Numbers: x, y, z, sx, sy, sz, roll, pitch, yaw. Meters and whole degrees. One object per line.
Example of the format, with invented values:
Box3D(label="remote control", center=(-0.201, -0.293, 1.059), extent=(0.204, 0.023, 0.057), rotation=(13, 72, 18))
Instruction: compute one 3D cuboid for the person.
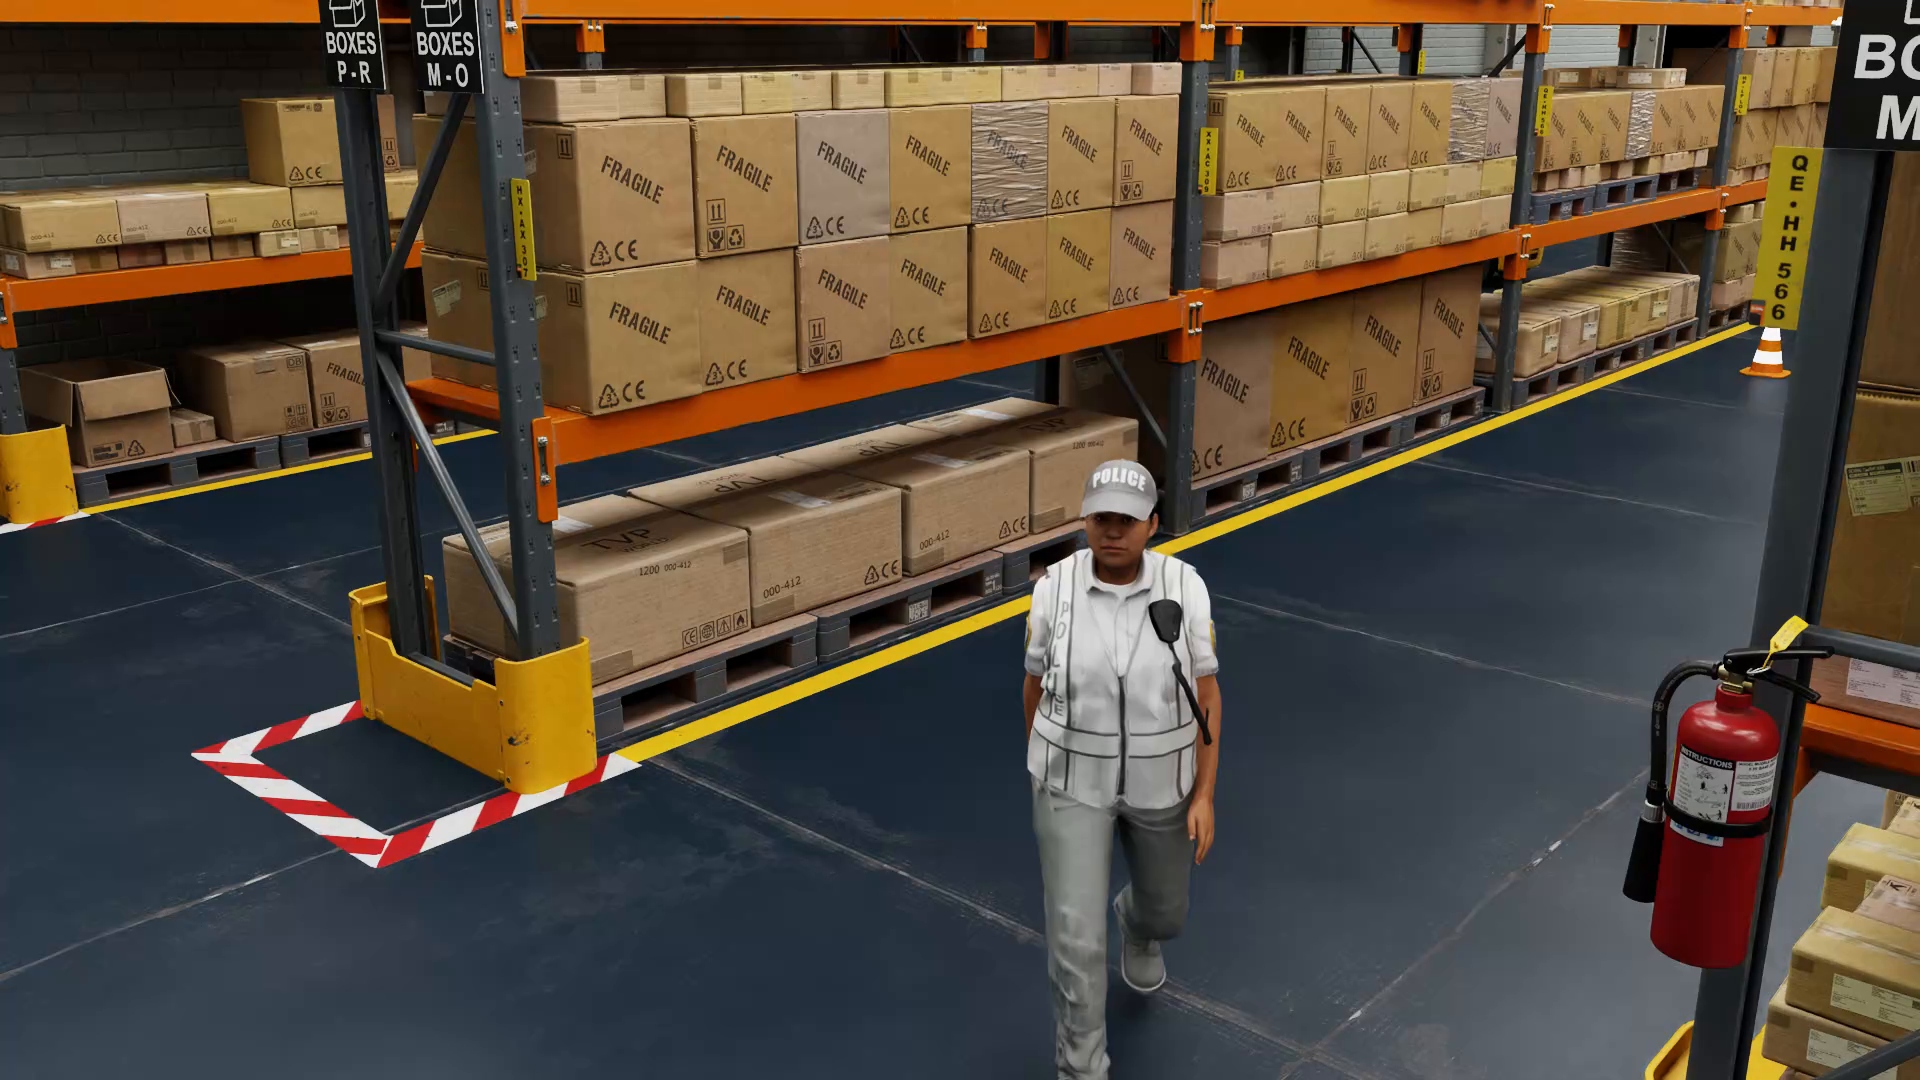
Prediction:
Box3D(label="person", center=(0.393, 0.581, 4.118), extent=(0.473, 1.616, 0.949), rotation=(0, 17, 0))
